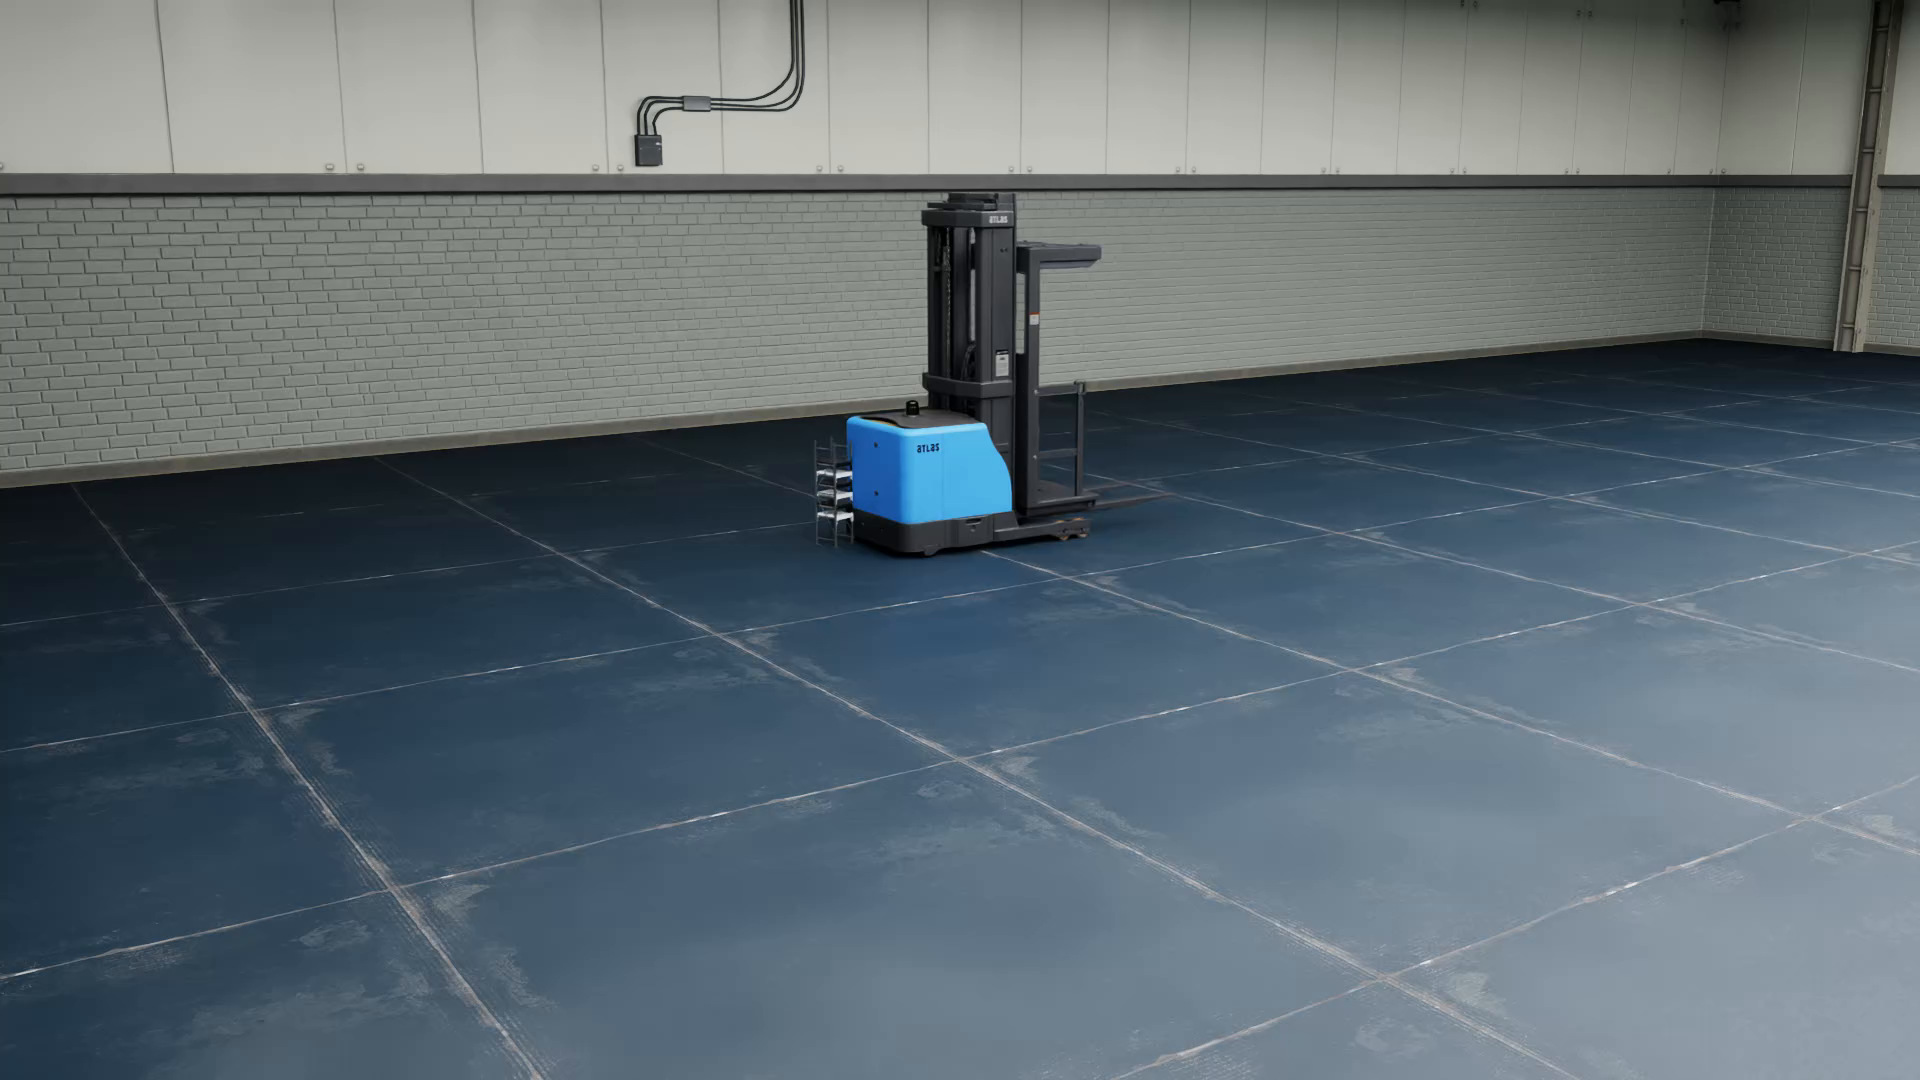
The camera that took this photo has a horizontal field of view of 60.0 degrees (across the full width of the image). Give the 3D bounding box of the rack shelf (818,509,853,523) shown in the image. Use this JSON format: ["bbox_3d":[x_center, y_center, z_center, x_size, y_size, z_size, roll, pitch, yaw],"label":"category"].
[{"bbox_3d":[-1.070,-0.195,14.144,0.258,0.077,0.200,10,16,38],"label":"rack shelf"}]

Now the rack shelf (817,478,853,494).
[{"bbox_3d":[-1.070,-0.459,14.087,0.258,0.077,0.200,10,16,38],"label":"rack shelf"}]

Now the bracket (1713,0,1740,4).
[{"bbox_3d":[14.132,-10.005,30.625,0.235,0.232,0.430,-8,15,-33],"label":"bracket"}]

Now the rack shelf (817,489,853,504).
[{"bbox_3d":[-1.070,-0.371,14.106,0.258,0.077,0.200,10,16,38],"label":"rack shelf"}]

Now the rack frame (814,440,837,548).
[{"bbox_3d":[-1.134,-0.386,14.022,0.240,0.900,0.006,10,16,38],"label":"rack frame"}]

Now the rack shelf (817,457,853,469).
[{"bbox_3d":[-1.070,-0.634,14.048,0.258,0.077,0.200,10,16,38],"label":"rack shelf"}]

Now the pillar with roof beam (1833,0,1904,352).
[{"bbox_3d":[12.387,-7.284,26.607,9.100,9.000,0.548,-8,15,-33],"label":"pillar with roof beam"}]

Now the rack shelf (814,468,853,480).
[{"bbox_3d":[-1.070,-0.546,14.068,0.258,0.077,0.200,10,16,38],"label":"rack shelf"}]

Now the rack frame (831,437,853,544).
[{"bbox_3d":[-1.006,-0.420,14.176,0.240,0.900,0.006,10,16,38],"label":"rack frame"}]

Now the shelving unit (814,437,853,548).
[{"bbox_3d":[-1.070,-0.403,14.099,0.258,0.900,0.210,10,16,38],"label":"shelving unit"}]

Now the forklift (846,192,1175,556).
[{"bbox_3d":[0.533,-1.520,14.452,3.031,2.935,1.130,-8,15,-33],"label":"forklift"}]

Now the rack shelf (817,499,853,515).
[{"bbox_3d":[-1.070,-0.283,14.125,0.258,0.077,0.200,10,16,38],"label":"rack shelf"}]

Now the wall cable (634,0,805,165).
[{"bbox_3d":[-2.872,-7.528,19.761,2.305,6.003,0.169,-8,15,-33],"label":"wall cable"}]
